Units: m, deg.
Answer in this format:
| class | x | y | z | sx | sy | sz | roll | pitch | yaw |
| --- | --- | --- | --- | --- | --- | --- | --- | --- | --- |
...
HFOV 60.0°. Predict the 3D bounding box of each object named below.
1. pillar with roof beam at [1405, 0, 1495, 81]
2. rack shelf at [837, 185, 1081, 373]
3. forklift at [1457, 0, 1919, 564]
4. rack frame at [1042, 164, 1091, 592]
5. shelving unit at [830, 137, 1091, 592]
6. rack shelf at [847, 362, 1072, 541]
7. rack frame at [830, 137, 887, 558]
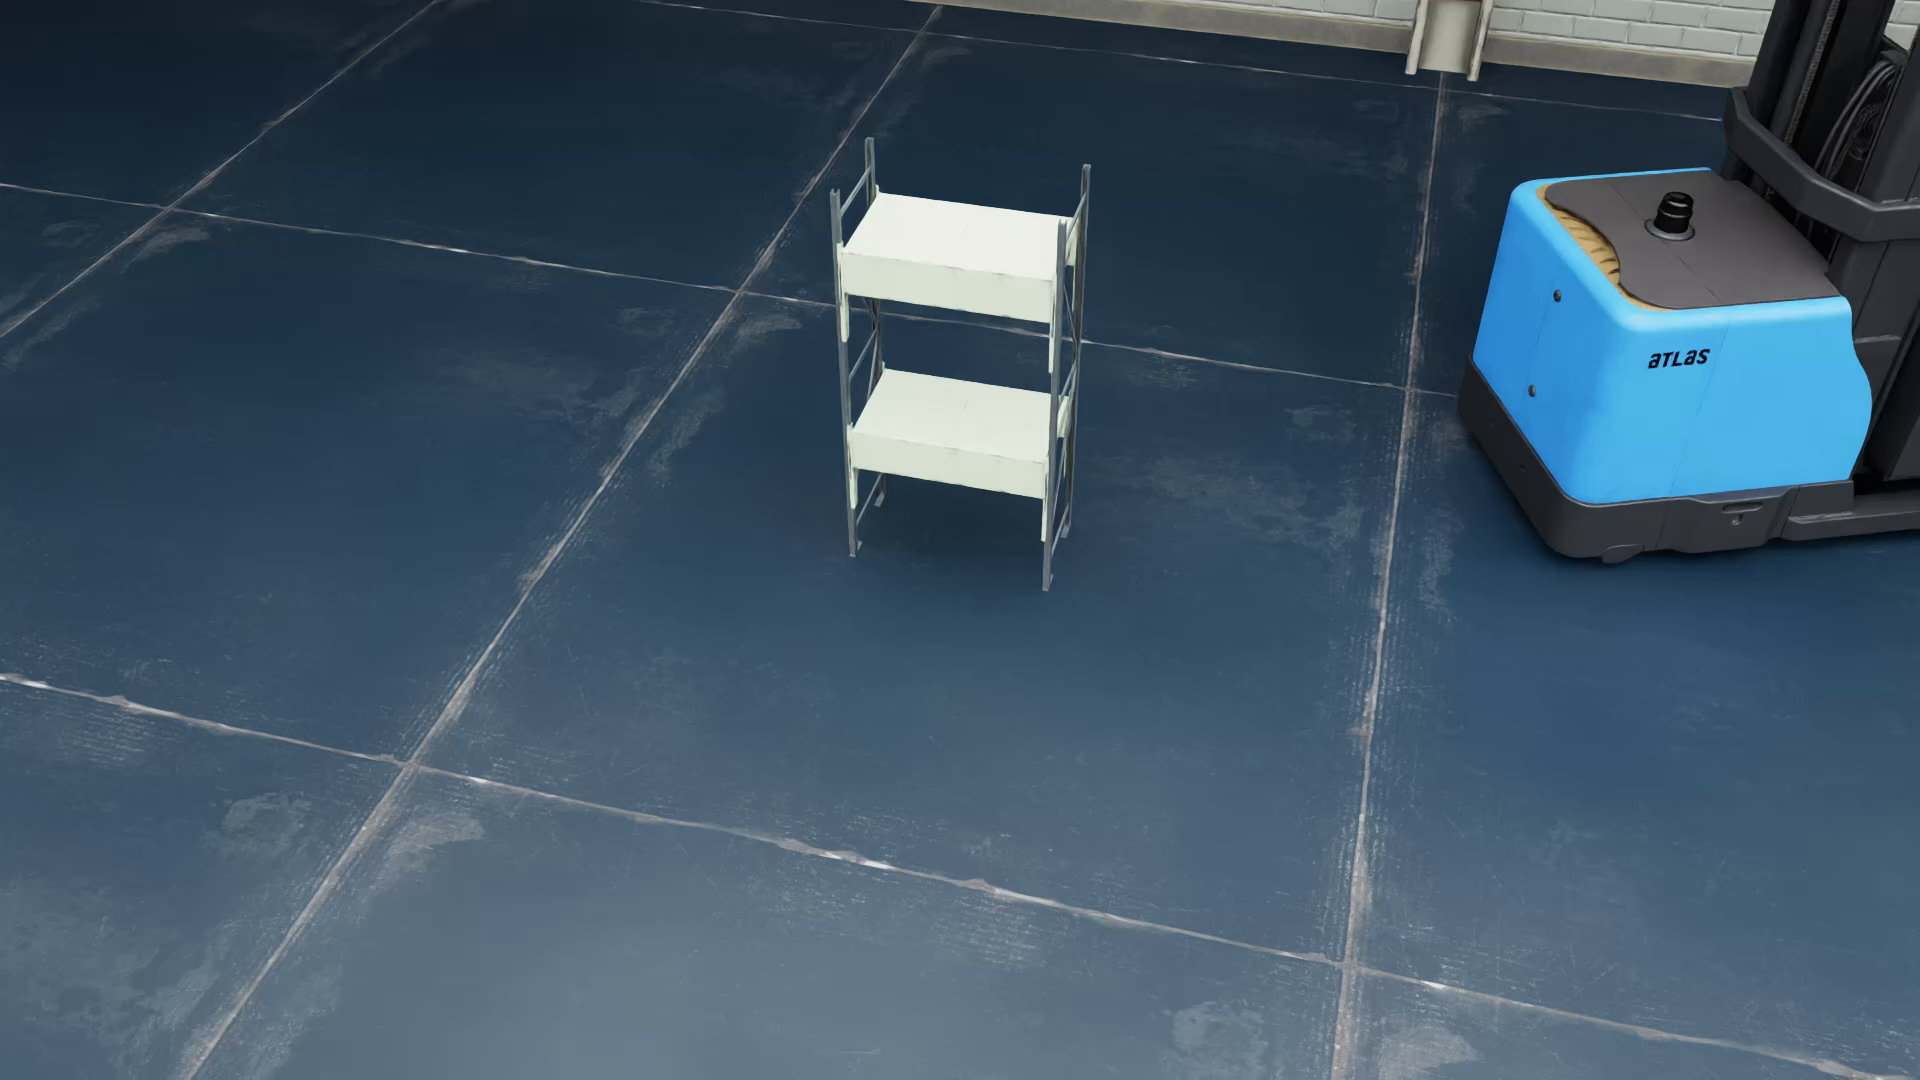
| class | x | y | z | sx | sy | sz | roll | pitch | yaw |
| --- | --- | --- | --- | --- | --- | --- | --- | --- | --- |
| pillar with roof beam | 1.631 | -3.467 | 3.381 | 0.400 | 9.000 | 9.100 | 10 | 41 | 11 |
| rack shelf | 0.006 | -0.872 | 5.515 | 0.720 | 0.370 | 0.431 | 10 | 41 | 11 |
| forklift | 3.590 | -1.471 | 5.723 | 3.031 | 2.935 | 1.130 | -6 | 40 | -7 |
| rack frame | 0.360 | -0.512 | 5.694 | 0.023 | 1.500 | 0.400 | 10 | 41 | 11 |
| shelving unit | 0.006 | -0.573 | 5.766 | 0.755 | 1.500 | 0.431 | 10 | 41 | 11 |
| rack shelf | 0.006 | -0.324 | 5.976 | 0.720 | 0.370 | 0.431 | 10 | 41 | 11 |
| rack frame | -0.347 | -0.634 | 5.839 | 0.023 | 1.500 | 0.400 | 10 | 41 | 11 |
